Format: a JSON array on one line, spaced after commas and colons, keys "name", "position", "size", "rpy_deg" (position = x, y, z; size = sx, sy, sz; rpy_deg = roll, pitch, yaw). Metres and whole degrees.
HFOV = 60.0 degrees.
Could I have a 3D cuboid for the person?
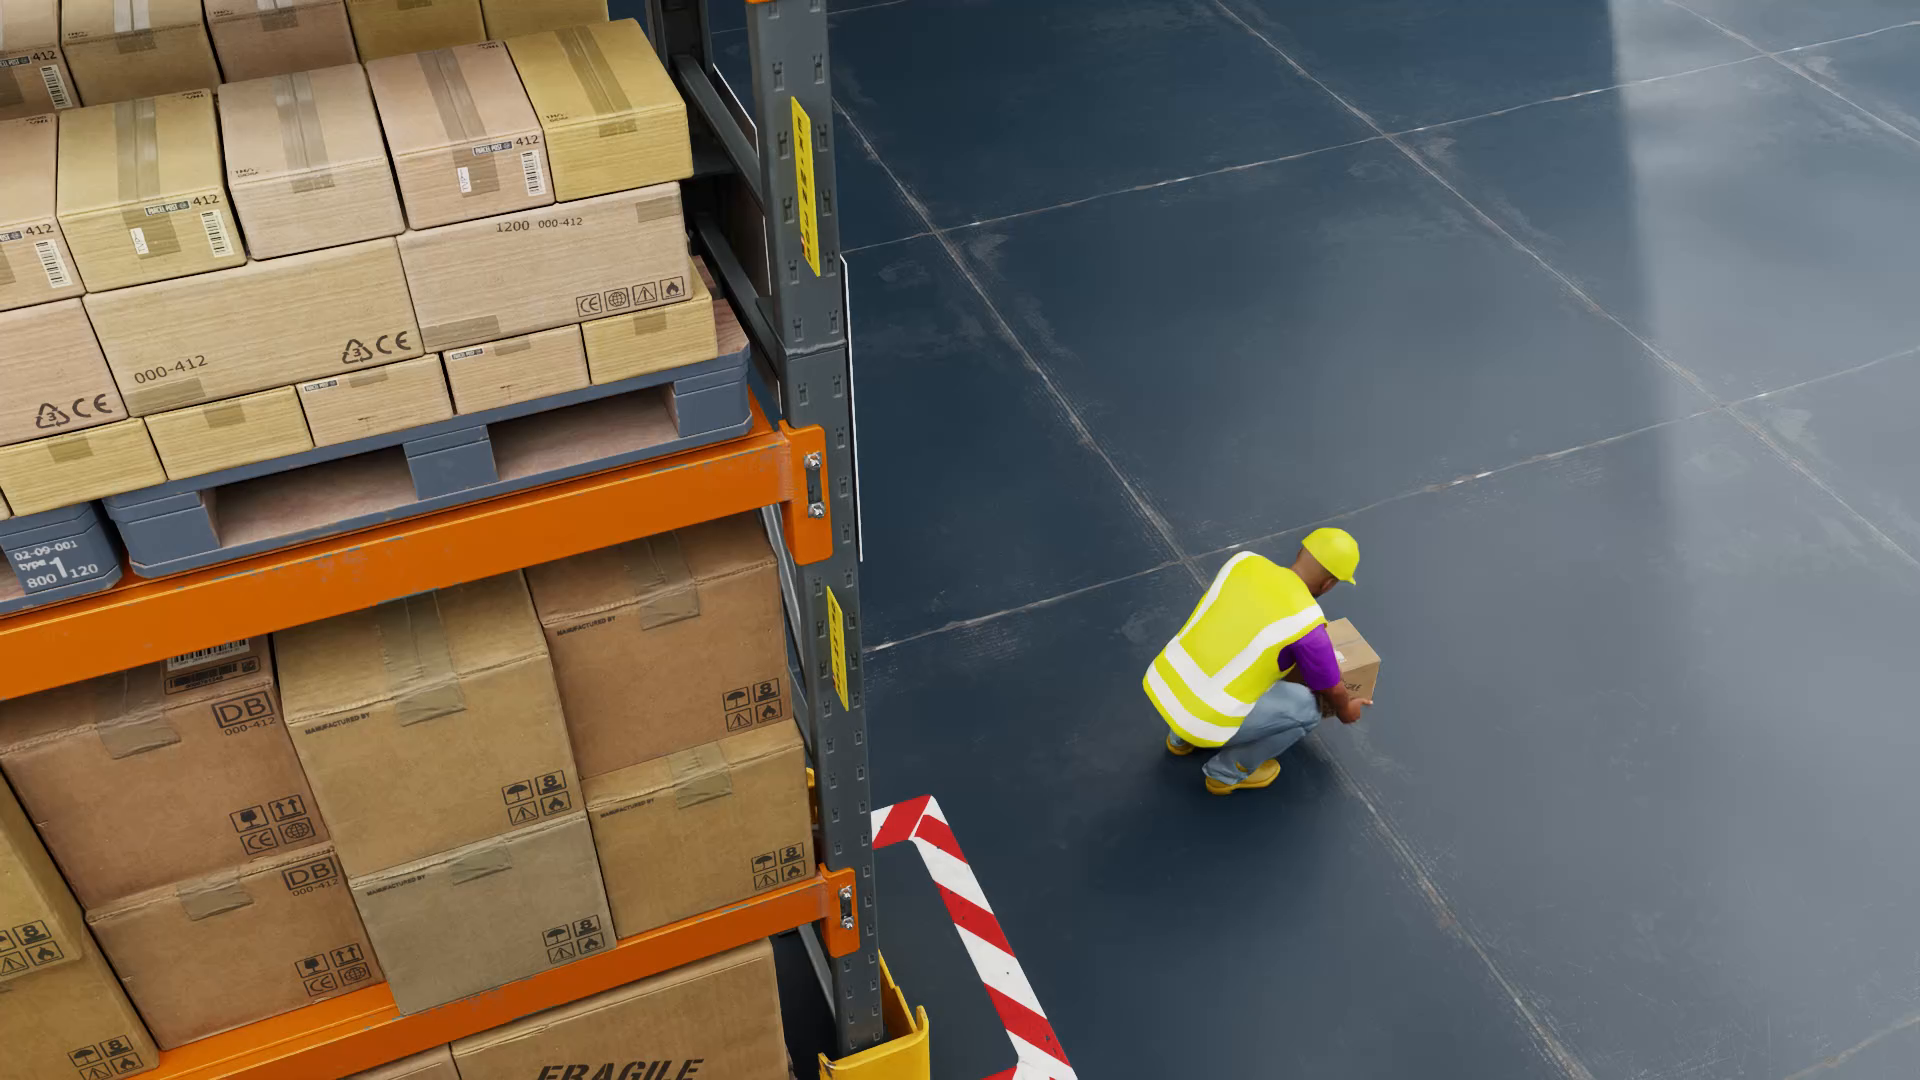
[{"name": "person", "position": [1.086, 0.442, 6.218], "size": [0.830, 1.013, 0.544], "rpy_deg": [-16, 44, -17]}]
